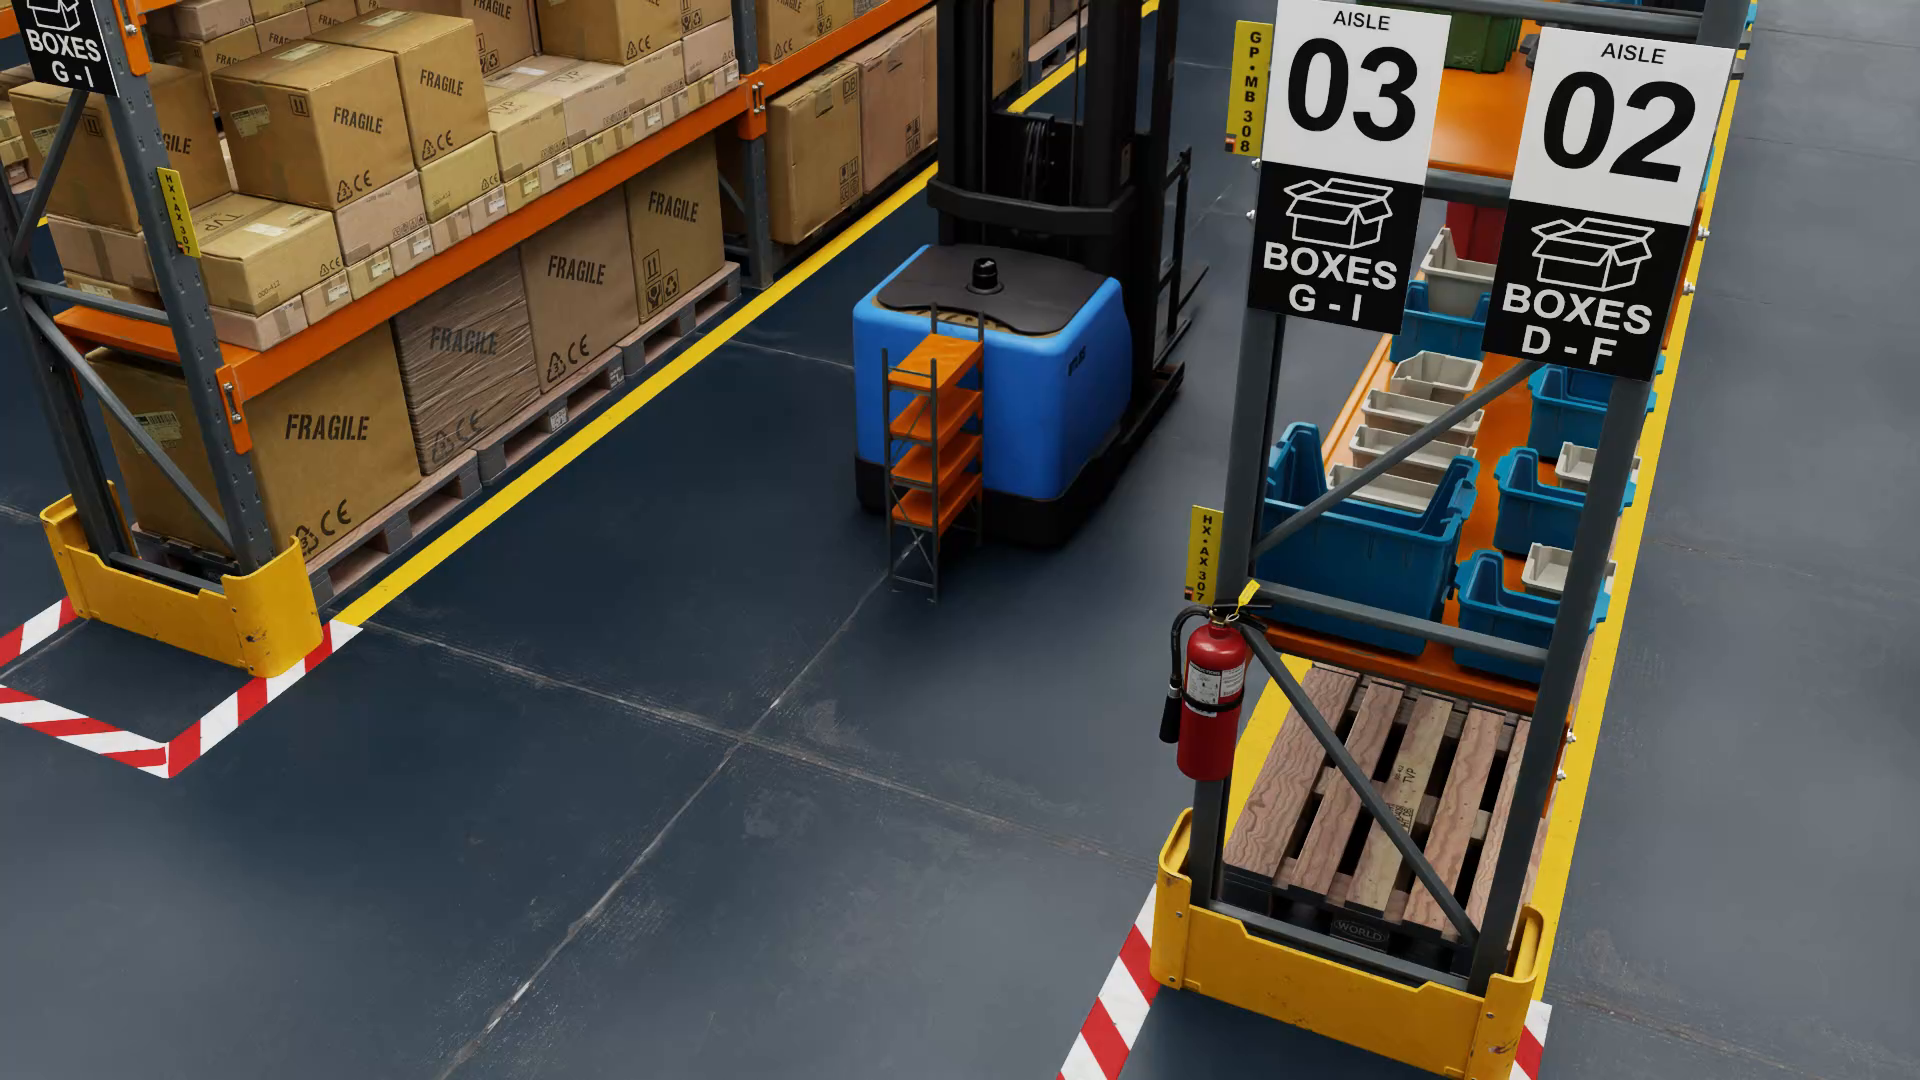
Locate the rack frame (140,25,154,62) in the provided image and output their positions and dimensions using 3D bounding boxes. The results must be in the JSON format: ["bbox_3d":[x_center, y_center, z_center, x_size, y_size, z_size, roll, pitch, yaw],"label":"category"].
[{"bbox_3d":[-6.076,-4.081,11.239,1.000,3.000,0.127,14,36,20],"label":"rack frame"}]

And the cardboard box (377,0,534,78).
[{"bbox_3d":[-2.472,-2.585,8.138,0.500,0.500,0.500,13,35,19],"label":"cardboard box"}]

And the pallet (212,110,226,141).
[{"bbox_3d":[-5.751,-3.303,12.595,1.003,0.211,1.213,14,36,20],"label":"pallet"}]

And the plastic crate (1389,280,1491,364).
[{"bbox_3d":[1.839,-0.801,6.334,0.416,0.233,0.300,14,36,20],"label":"plastic crate"}]

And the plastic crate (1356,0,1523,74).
[{"bbox_3d":[1.366,-1.487,4.740,0.450,0.188,0.336,14,36,20],"label":"plastic crate"}]

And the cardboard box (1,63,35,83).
[{"bbox_3d":[-6.408,-3.189,11.553,0.380,0.149,0.250,16,36,22],"label":"cardboard box"}]

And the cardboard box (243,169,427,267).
[{"bbox_3d":[-2.629,-1.400,7.015,0.500,0.250,0.500,14,36,20],"label":"cardboard box"}]

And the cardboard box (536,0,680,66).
[{"bbox_3d":[-1.776,-2.729,8.359,0.500,0.500,0.500,15,36,21],"label":"cardboard box"}]

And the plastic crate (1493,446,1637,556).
[{"bbox_3d":[1.890,-0.095,5.257,0.416,0.233,0.300,14,36,20],"label":"plastic crate"}]

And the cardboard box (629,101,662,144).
[{"bbox_3d":[-1.765,-2.177,8.563,0.380,0.149,0.250,15,36,21],"label":"cardboard box"}]

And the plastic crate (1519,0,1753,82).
[{"bbox_3d":[1.627,-1.092,4.064,0.497,0.269,0.590,14,36,20],"label":"plastic crate"}]

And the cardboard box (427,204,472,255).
[{"bbox_3d":[-2.410,-1.409,7.393,0.380,0.149,0.250,13,36,20],"label":"cardboard box"}]

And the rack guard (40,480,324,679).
[{"bbox_3d":[-3.296,0.156,7.055,1.175,0.500,0.348,14,36,20],"label":"rack guard"}]

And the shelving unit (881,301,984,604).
[{"bbox_3d":[-0.108,-0.372,7.223,0.258,1.200,0.503,13,36,20],"label":"shelving unit"}]

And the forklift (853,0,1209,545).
[{"bbox_3d":[0.558,-1.998,8.123,1.130,2.935,3.031,13,36,20],"label":"forklift"}]

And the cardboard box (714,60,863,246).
[{"bbox_3d":[-1.363,-2.503,10.387,1.225,0.875,0.875,14,36,21],"label":"cardboard box"}]

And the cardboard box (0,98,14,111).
[{"bbox_3d":[-6.157,-2.815,10.981,0.380,0.149,0.250,14,36,20],"label":"cardboard box"}]

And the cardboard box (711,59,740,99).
[{"bbox_3d":[-1.443,-2.561,9.149,0.380,0.149,0.250,14,36,21],"label":"cardboard box"}]

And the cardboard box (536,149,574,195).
[{"bbox_3d":[-2.088,-1.794,7.980,0.380,0.149,0.250,15,36,21],"label":"cardboard box"}]

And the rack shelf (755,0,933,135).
[{"bbox_3d":[-0.776,-3.588,11.143,1.077,0.370,4.000,14,36,20],"label":"rack shelf"}]

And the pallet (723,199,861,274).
[{"bbox_3d":[-1.358,-2.128,10.804,1.003,0.211,1.213,14,36,20],"label":"pallet"}]

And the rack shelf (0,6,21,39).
[{"bbox_3d":[-6.912,-2.784,9.917,1.077,0.370,4.000,14,36,20],"label":"rack shelf"}]

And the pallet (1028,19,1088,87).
[{"bbox_3d":[0.389,-4.108,13.822,1.003,0.211,1.213,14,36,20],"label":"pallet"}]

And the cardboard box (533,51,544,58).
[{"bbox_3d":[-2.260,-2.534,8.745,0.500,0.250,0.500,14,36,20],"label":"cardboard box"}]

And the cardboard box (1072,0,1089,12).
[{"bbox_3d":[0.774,-4.925,14.404,0.700,0.500,0.500,17,37,24],"label":"cardboard box"}]

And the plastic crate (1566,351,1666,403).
[{"bbox_3d":[2.291,-0.572,5.985,0.416,0.233,0.300,14,36,20],"label":"plastic crate"}]

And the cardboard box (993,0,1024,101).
[{"bbox_3d":[-0.247,-3.833,12.415,1.225,0.875,0.875,13,35,18],"label":"cardboard box"}]

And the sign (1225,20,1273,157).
[{"bbox_3d":[0.706,-1.093,4.042,0.100,0.325,0.005,14,36,20],"label":"sign"}]

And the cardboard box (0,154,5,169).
[{"bbox_3d":[-6.399,-2.450,10.697,0.380,0.149,0.250,15,36,22],"label":"cardboard box"}]

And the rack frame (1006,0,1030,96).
[{"bbox_3d":[0.061,-4.885,12.465,1.000,3.000,0.127,14,36,20],"label":"rack frame"}]

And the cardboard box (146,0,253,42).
[{"bbox_3d":[-5.526,-3.833,12.072,0.500,0.250,0.500,13,35,18],"label":"cardboard box"}]

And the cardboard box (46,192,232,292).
[{"bbox_3d":[-3.325,-1.265,6.809,0.500,0.250,0.500,14,36,20],"label":"cardboard box"}]

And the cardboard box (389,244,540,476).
[{"bbox_3d":[-2.710,-0.978,8.061,0.875,0.875,0.875,14,36,20],"label":"cardboard box"}]

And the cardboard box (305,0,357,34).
[{"bbox_3d":[-5.099,-4.047,13.082,0.500,0.500,0.500,15,36,21],"label":"cardboard box"}]

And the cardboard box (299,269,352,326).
[{"bbox_3d":[-2.732,-1.025,6.807,0.380,0.149,0.250,14,36,20],"label":"cardboard box"}]

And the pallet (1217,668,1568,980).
[{"bbox_3d":[1.593,1.000,6.033,1.003,0.211,1.213,14,36,20],"label":"pallet"}]

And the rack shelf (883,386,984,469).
[{"bbox_3d":[-0.108,-0.503,7.137,0.258,0.148,0.480,13,36,20],"label":"rack shelf"}]

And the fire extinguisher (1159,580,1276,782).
[{"bbox_3d":[0.736,0.395,4.823,0.296,0.674,0.183,14,36,20],"label":"fire extinguisher"}]

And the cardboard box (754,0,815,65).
[{"bbox_3d":[-1.193,-3.107,9.661,0.500,0.500,0.500,14,36,21],"label":"cardboard box"}]

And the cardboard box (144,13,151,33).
[{"bbox_3d":[-5.994,-3.954,12.257,0.500,0.250,0.500,13,36,19],"label":"cardboard box"}]

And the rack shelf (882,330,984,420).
[{"bbox_3d":[-0.108,-0.700,7.007,0.258,0.148,0.480,13,36,20],"label":"rack shelf"}]

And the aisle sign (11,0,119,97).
[{"bbox_3d":[-3.044,-1.883,5.516,0.394,0.787,0.004,14,36,20],"label":"aisle sign"}]

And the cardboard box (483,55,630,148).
[{"bbox_3d":[-1.987,-2.162,8.177,0.500,0.250,0.500,15,36,21],"label":"cardboard box"}]

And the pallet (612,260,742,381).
[{"bbox_3d":[-2.002,-1.366,9.641,1.003,0.211,1.213,14,36,20],"label":"pallet"}]

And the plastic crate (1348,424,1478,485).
[{"bbox_3d":[1.523,-0.268,5.609,0.396,0.136,0.243,14,36,20],"label":"plastic crate"}]
